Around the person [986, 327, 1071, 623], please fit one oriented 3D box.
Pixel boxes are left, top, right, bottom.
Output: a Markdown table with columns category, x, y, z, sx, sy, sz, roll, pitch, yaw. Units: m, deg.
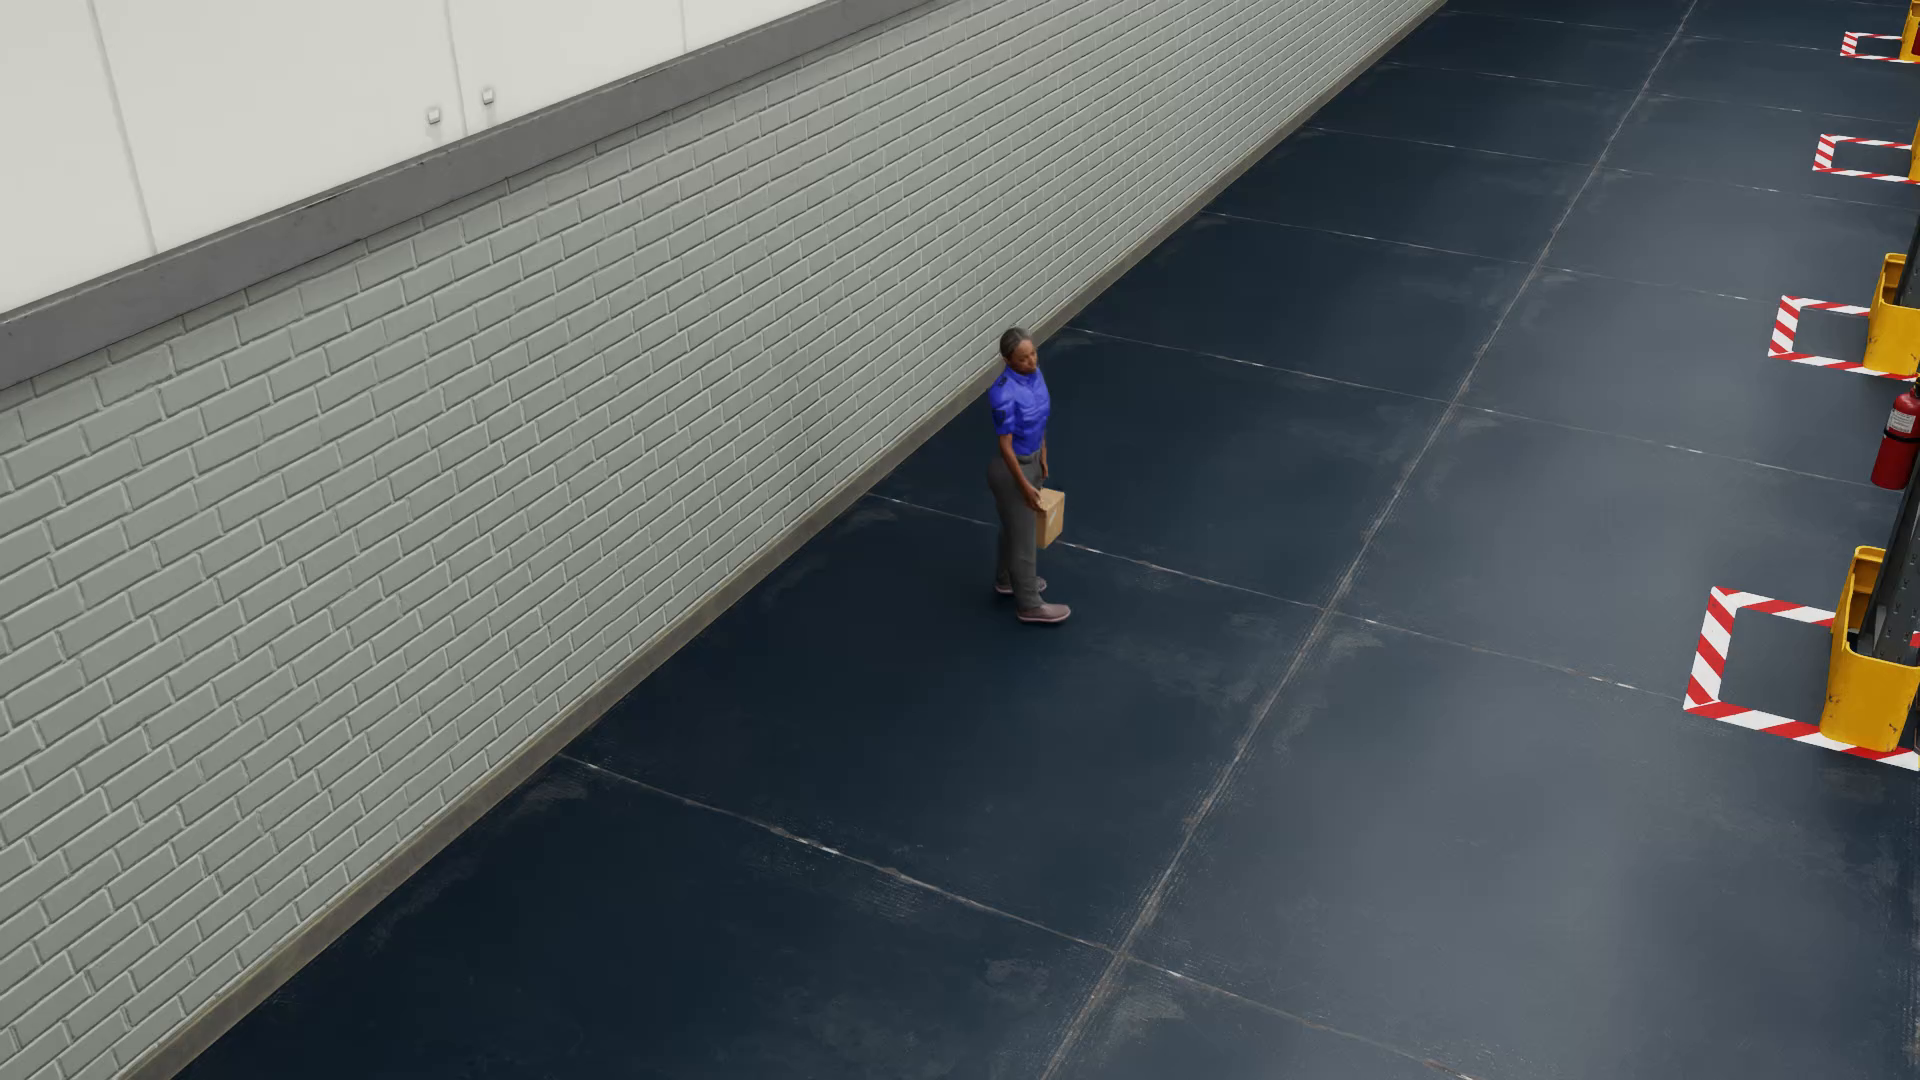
| category | x | y | z | sx | sy | sz | roll | pitch | yaw |
| --- | --- | --- | --- | --- | --- | --- | --- | --- | --- |
| person | 0.404 | -0.348 | 8.852 | 0.492 | 1.661 | 0.488 | 11 | 32 | 18 |
